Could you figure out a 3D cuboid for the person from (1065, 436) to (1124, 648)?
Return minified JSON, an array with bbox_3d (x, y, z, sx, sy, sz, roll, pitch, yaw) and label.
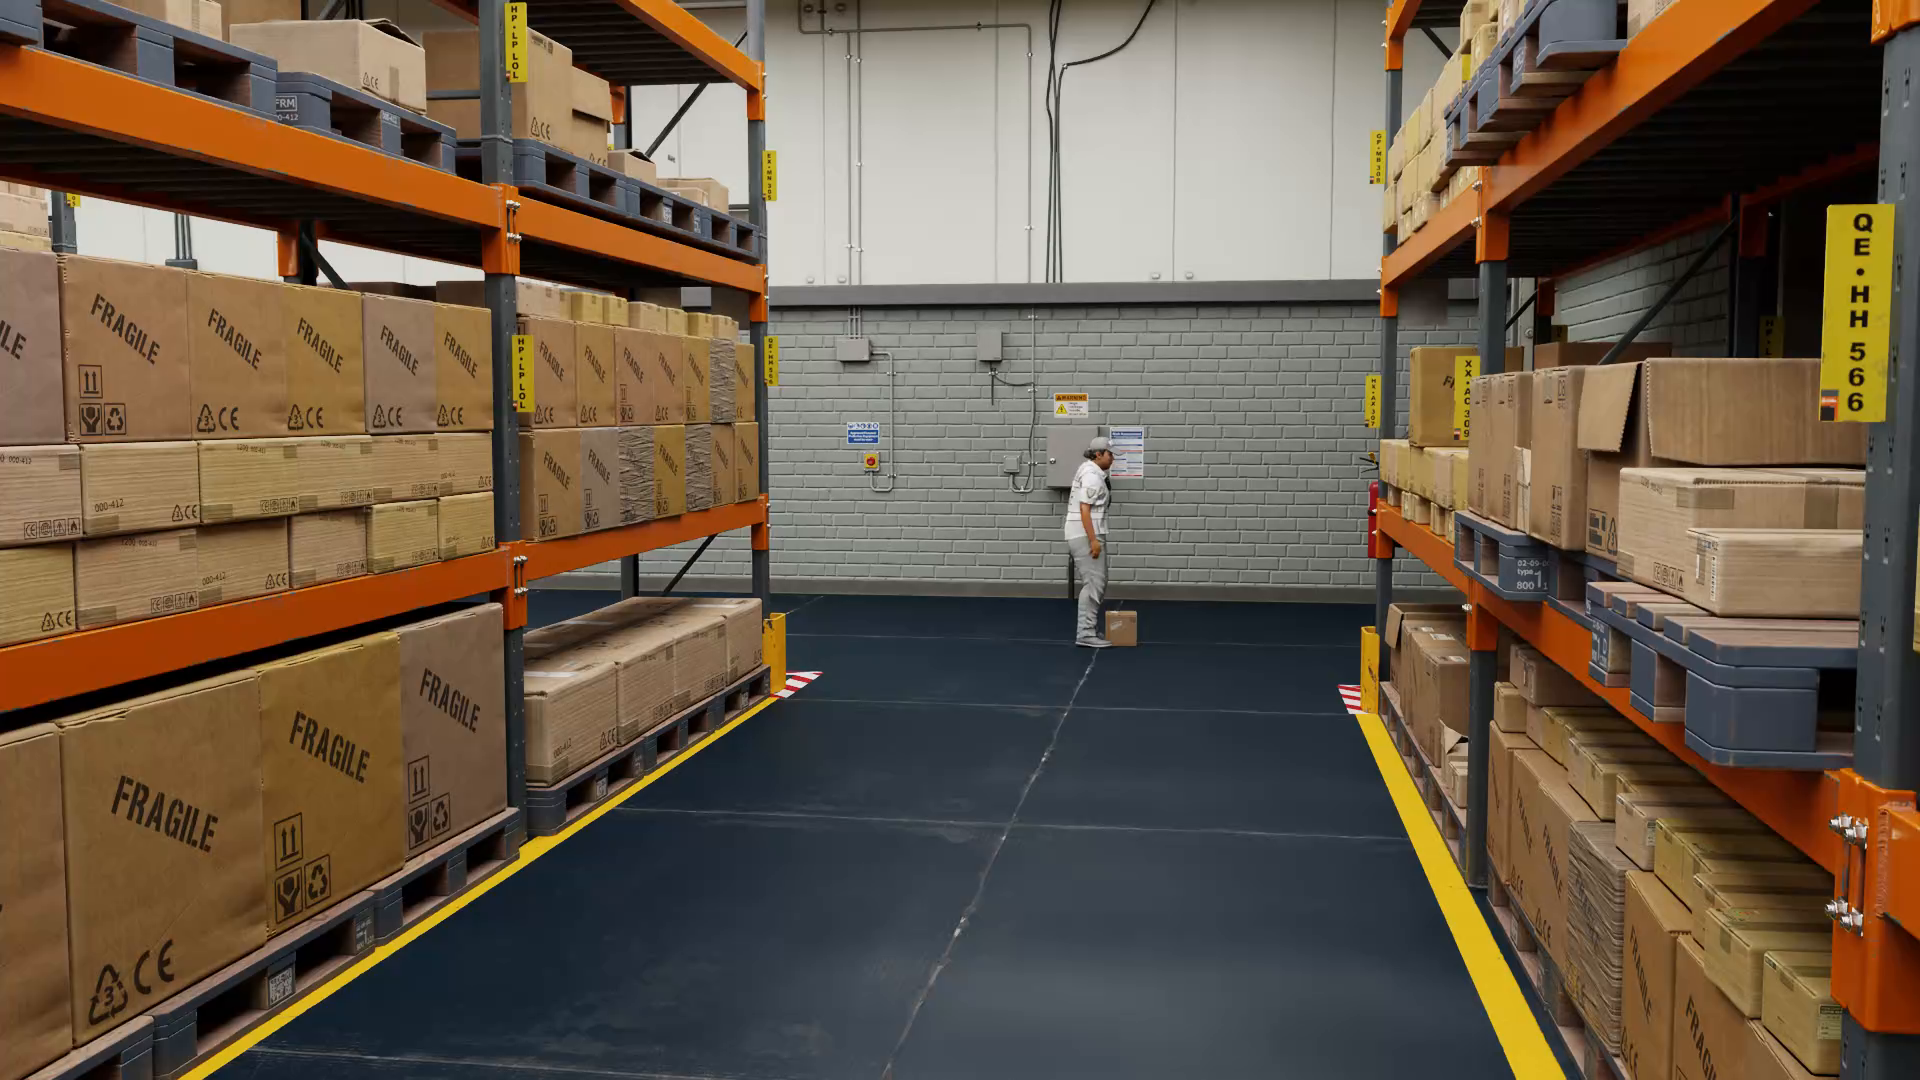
[{"bbox_3d":[1.073,0.004,13.310,0.465,1.666,0.538,1,5,9],"label":"person"}]
